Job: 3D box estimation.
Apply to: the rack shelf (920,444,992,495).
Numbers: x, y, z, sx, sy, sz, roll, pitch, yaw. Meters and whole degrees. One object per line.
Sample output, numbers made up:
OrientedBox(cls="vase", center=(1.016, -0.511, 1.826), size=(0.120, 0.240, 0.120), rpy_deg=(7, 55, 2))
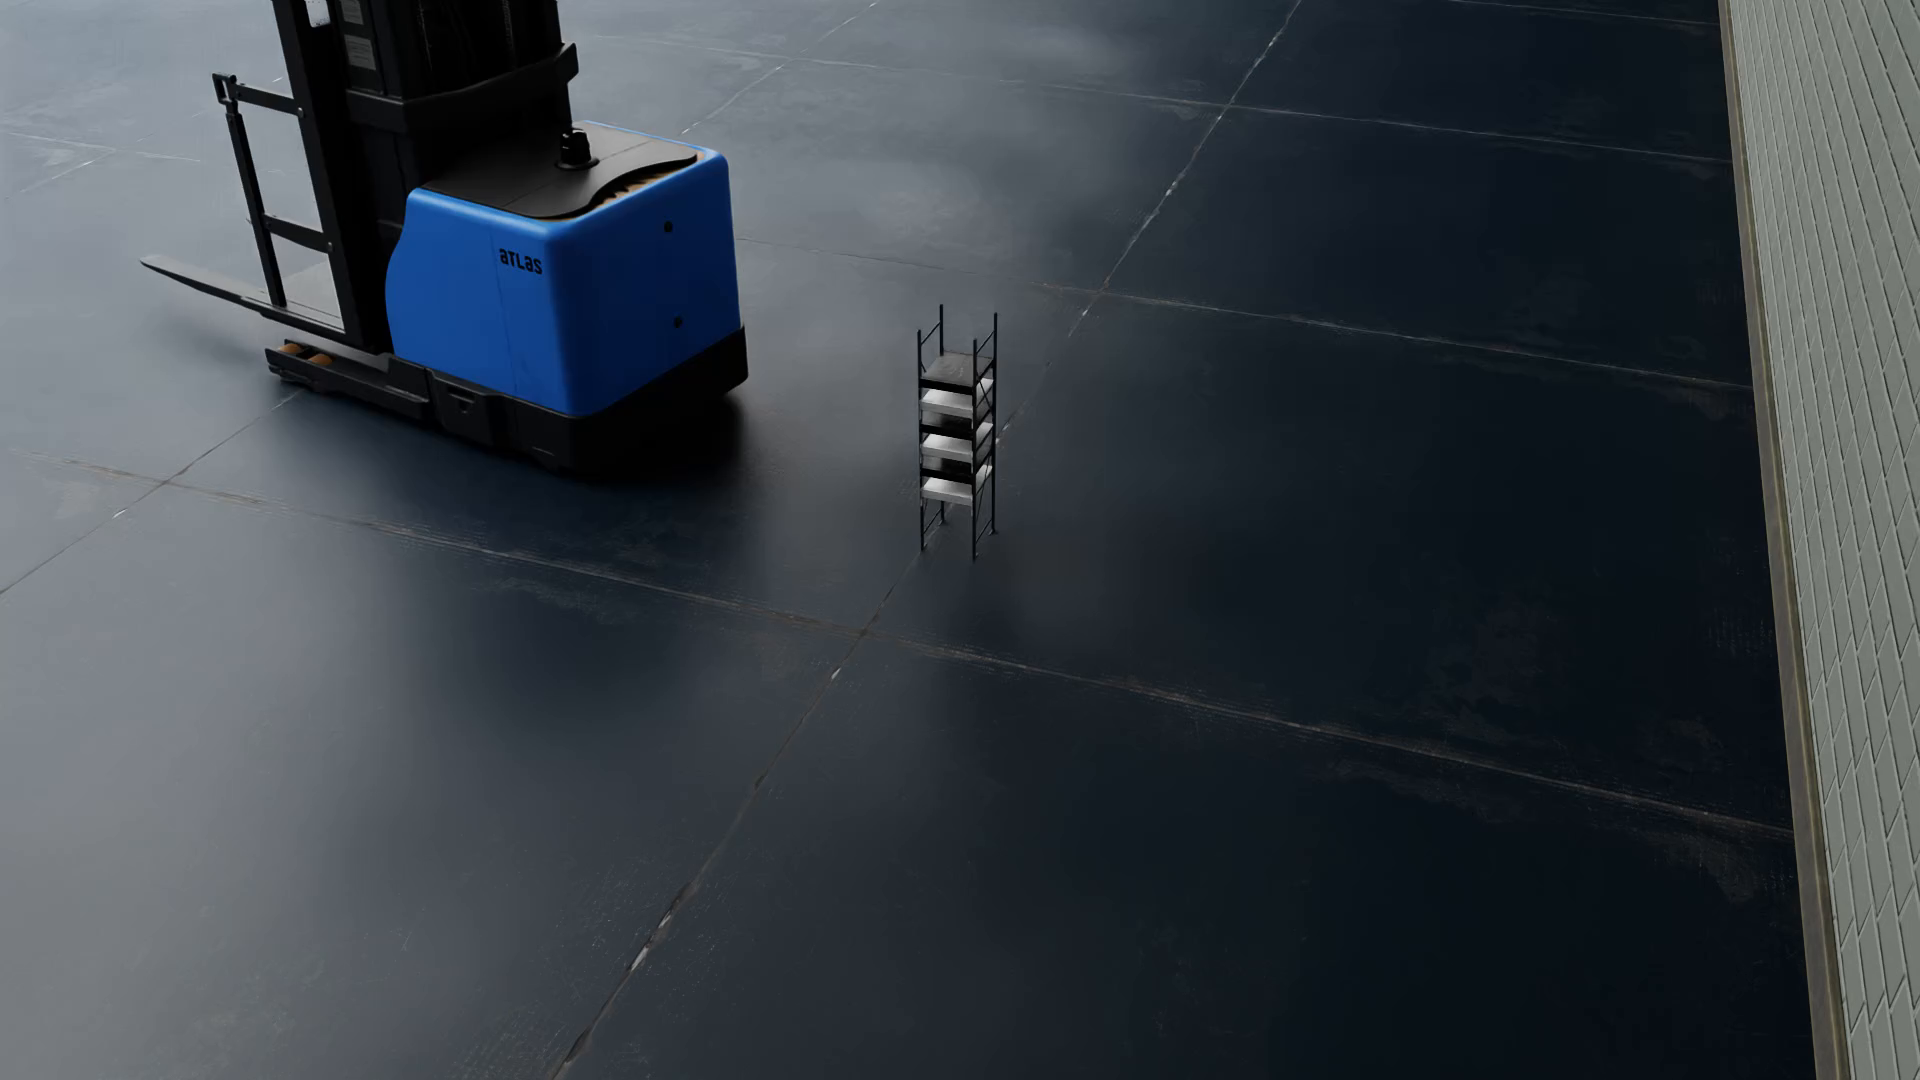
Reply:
OrientedBox(cls="rack shelf", center=(-0.008, -0.276, 6.075), size=(0.200, 0.077, 0.258), rpy_deg=(11, 34, 16))

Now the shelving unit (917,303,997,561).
OrientedBox(cls="shelving unit", center=(-0.008, -0.380, 6.008), size=(0.210, 0.900, 0.258), rpy_deg=(11, 34, 16))

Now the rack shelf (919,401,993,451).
OrientedBox(cls="rack shelf", center=(-0.008, -0.427, 5.977), size=(0.200, 0.077, 0.258), rpy_deg=(11, 34, 16))

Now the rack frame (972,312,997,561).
OrientedBox(cls="rack frame", center=(0.088, -0.361, 5.979), size=(0.006, 0.900, 0.240), rpy_deg=(11, 34, 16))

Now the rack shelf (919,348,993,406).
OrientedBox(cls="rack shelf", center=(-0.008, -0.578, 5.880), size=(0.200, 0.077, 0.258), rpy_deg=(11, 34, 16))

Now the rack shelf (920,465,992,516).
OrientedBox(cls="rack shelf", center=(-0.008, -0.200, 6.124), size=(0.200, 0.077, 0.258), rpy_deg=(11, 34, 16))

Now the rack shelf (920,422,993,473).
OrientedBox(cls="rack shelf", center=(-0.008, -0.352, 6.026), size=(0.200, 0.077, 0.258), rpy_deg=(11, 34, 16))

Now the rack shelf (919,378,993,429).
OrientedBox(cls="rack shelf", center=(-0.008, -0.503, 5.929), size=(0.200, 0.077, 0.258), rpy_deg=(11, 34, 16))

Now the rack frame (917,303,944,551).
OrientedBox(cls="rack frame", center=(-0.103, -0.398, 6.037), size=(0.006, 0.900, 0.240), rpy_deg=(11, 34, 16))

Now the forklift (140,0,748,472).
OrientedBox(cls="forklift", center=(-2.442, -2.094, 6.791), size=(3.031, 2.935, 1.130), rpy_deg=(19, 37, 26))
